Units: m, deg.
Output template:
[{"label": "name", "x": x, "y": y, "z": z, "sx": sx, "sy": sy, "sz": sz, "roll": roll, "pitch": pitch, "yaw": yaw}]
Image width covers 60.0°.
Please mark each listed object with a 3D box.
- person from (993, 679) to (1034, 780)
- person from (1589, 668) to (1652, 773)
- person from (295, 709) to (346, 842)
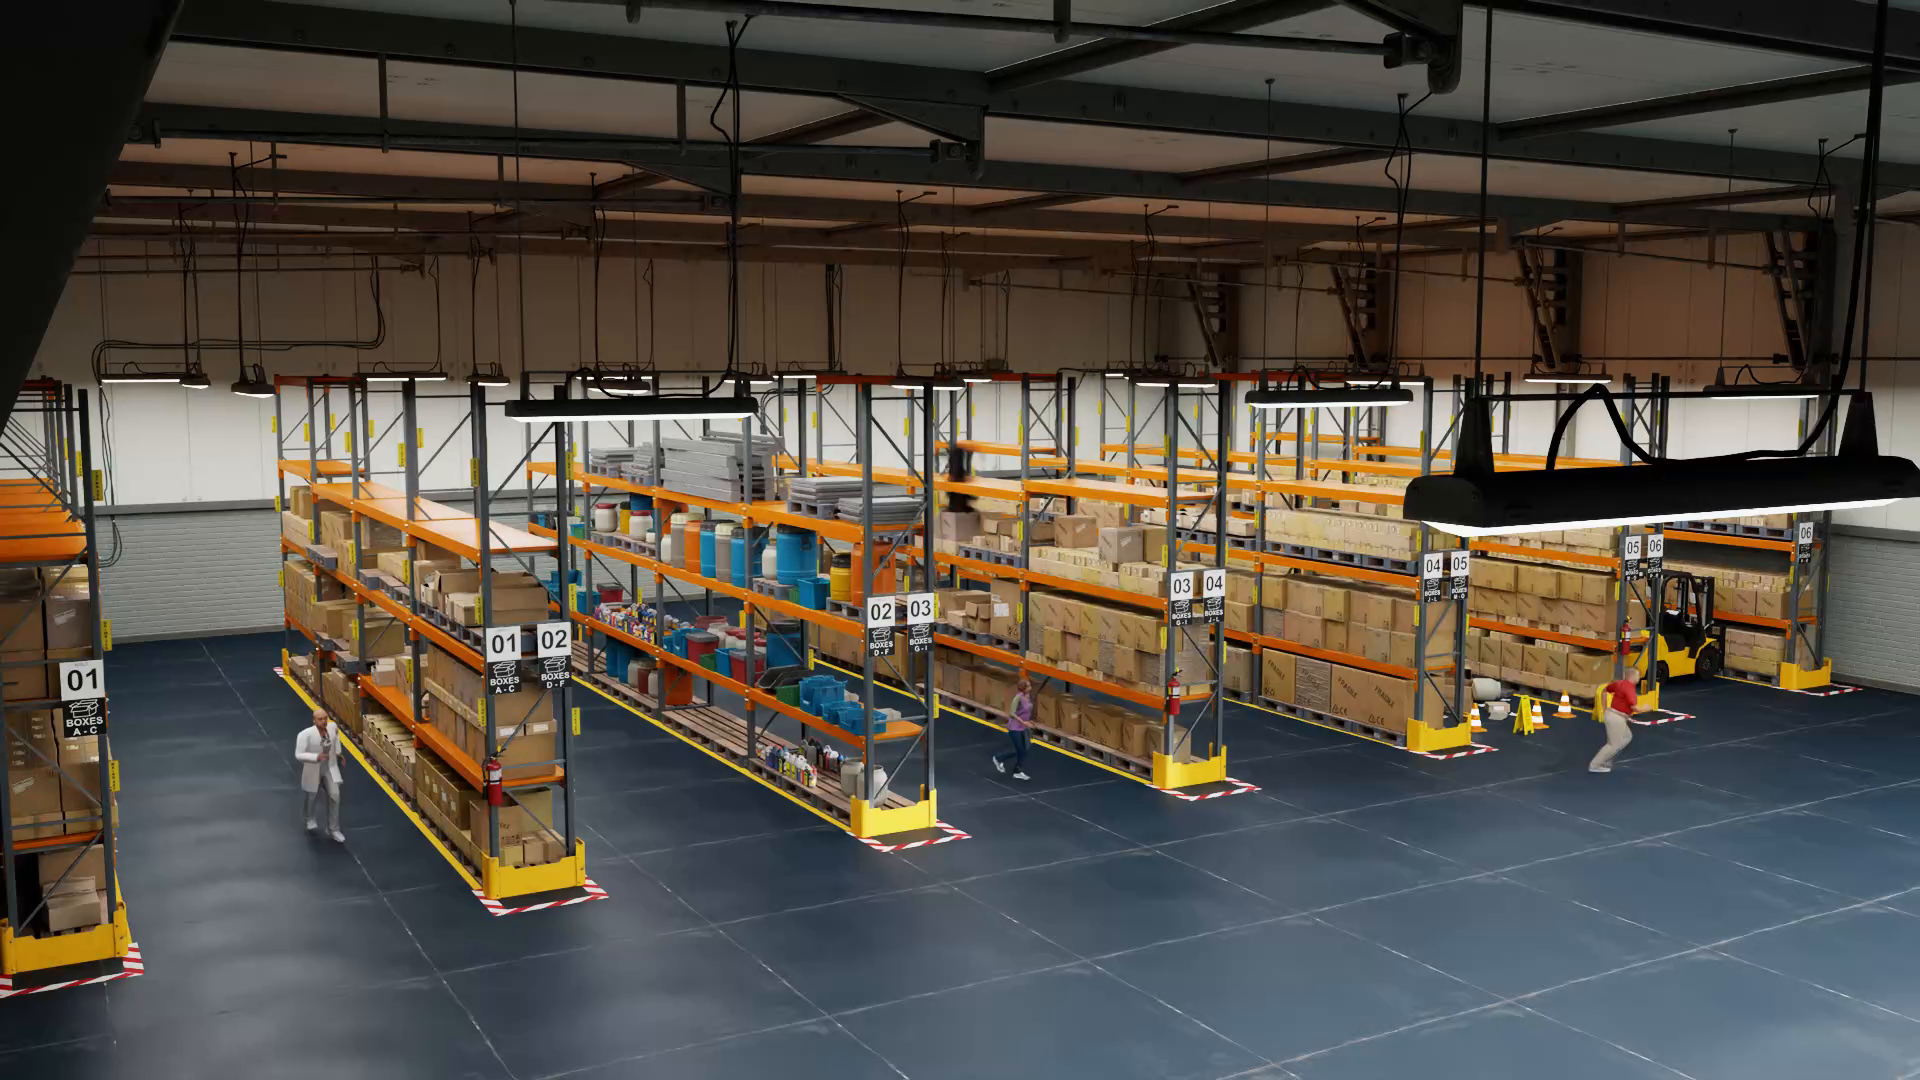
[{"label": "person", "x": 0.831, "y": 2.837, "z": 25.067, "sx": 0.685, "sy": 1.547, "sz": 0.539, "roll": 4, "pitch": 7, "yaw": 31}, {"label": "person", "x": 10.081, "y": 2.742, "z": 25.377, "sx": 0.912, "sy": 1.615, "sz": 0.674, "roll": 0, "pitch": 6, "yaw": 4}, {"label": "person", "x": -8.460, "y": 3.156, "z": 21.964, "sx": 0.698, "sy": 1.569, "sz": 1.063, "roll": -5, "pitch": 8, "yaw": -38}]
